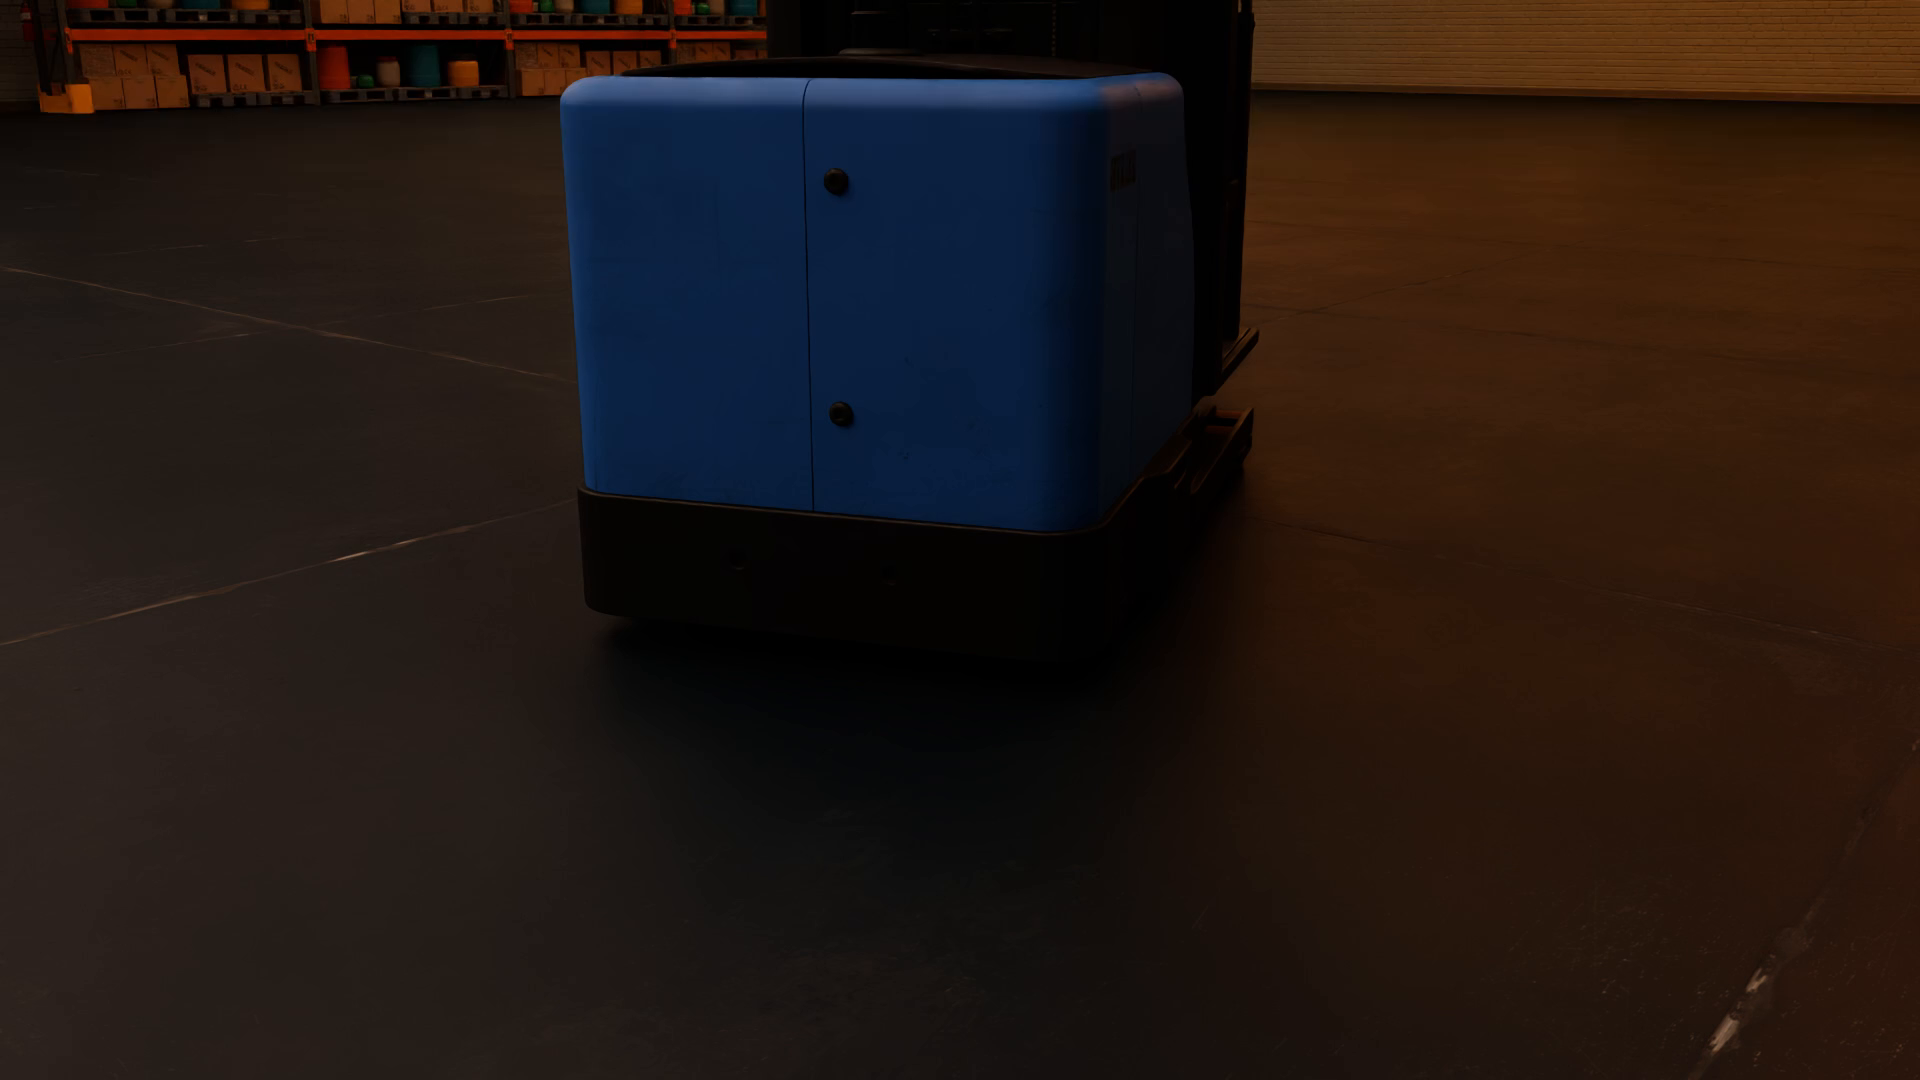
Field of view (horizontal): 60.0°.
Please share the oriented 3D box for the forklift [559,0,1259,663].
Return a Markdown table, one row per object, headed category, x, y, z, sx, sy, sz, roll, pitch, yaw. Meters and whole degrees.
| category | x | y | z | sx | sy | sz | roll | pitch | yaw |
| --- | --- | --- | --- | --- | --- | --- | --- | --- | --- |
| forklift | 0.182 | -1.571 | 4.072 | 1.130 | 2.935 | 3.031 | 5 | 18 | 17 |
